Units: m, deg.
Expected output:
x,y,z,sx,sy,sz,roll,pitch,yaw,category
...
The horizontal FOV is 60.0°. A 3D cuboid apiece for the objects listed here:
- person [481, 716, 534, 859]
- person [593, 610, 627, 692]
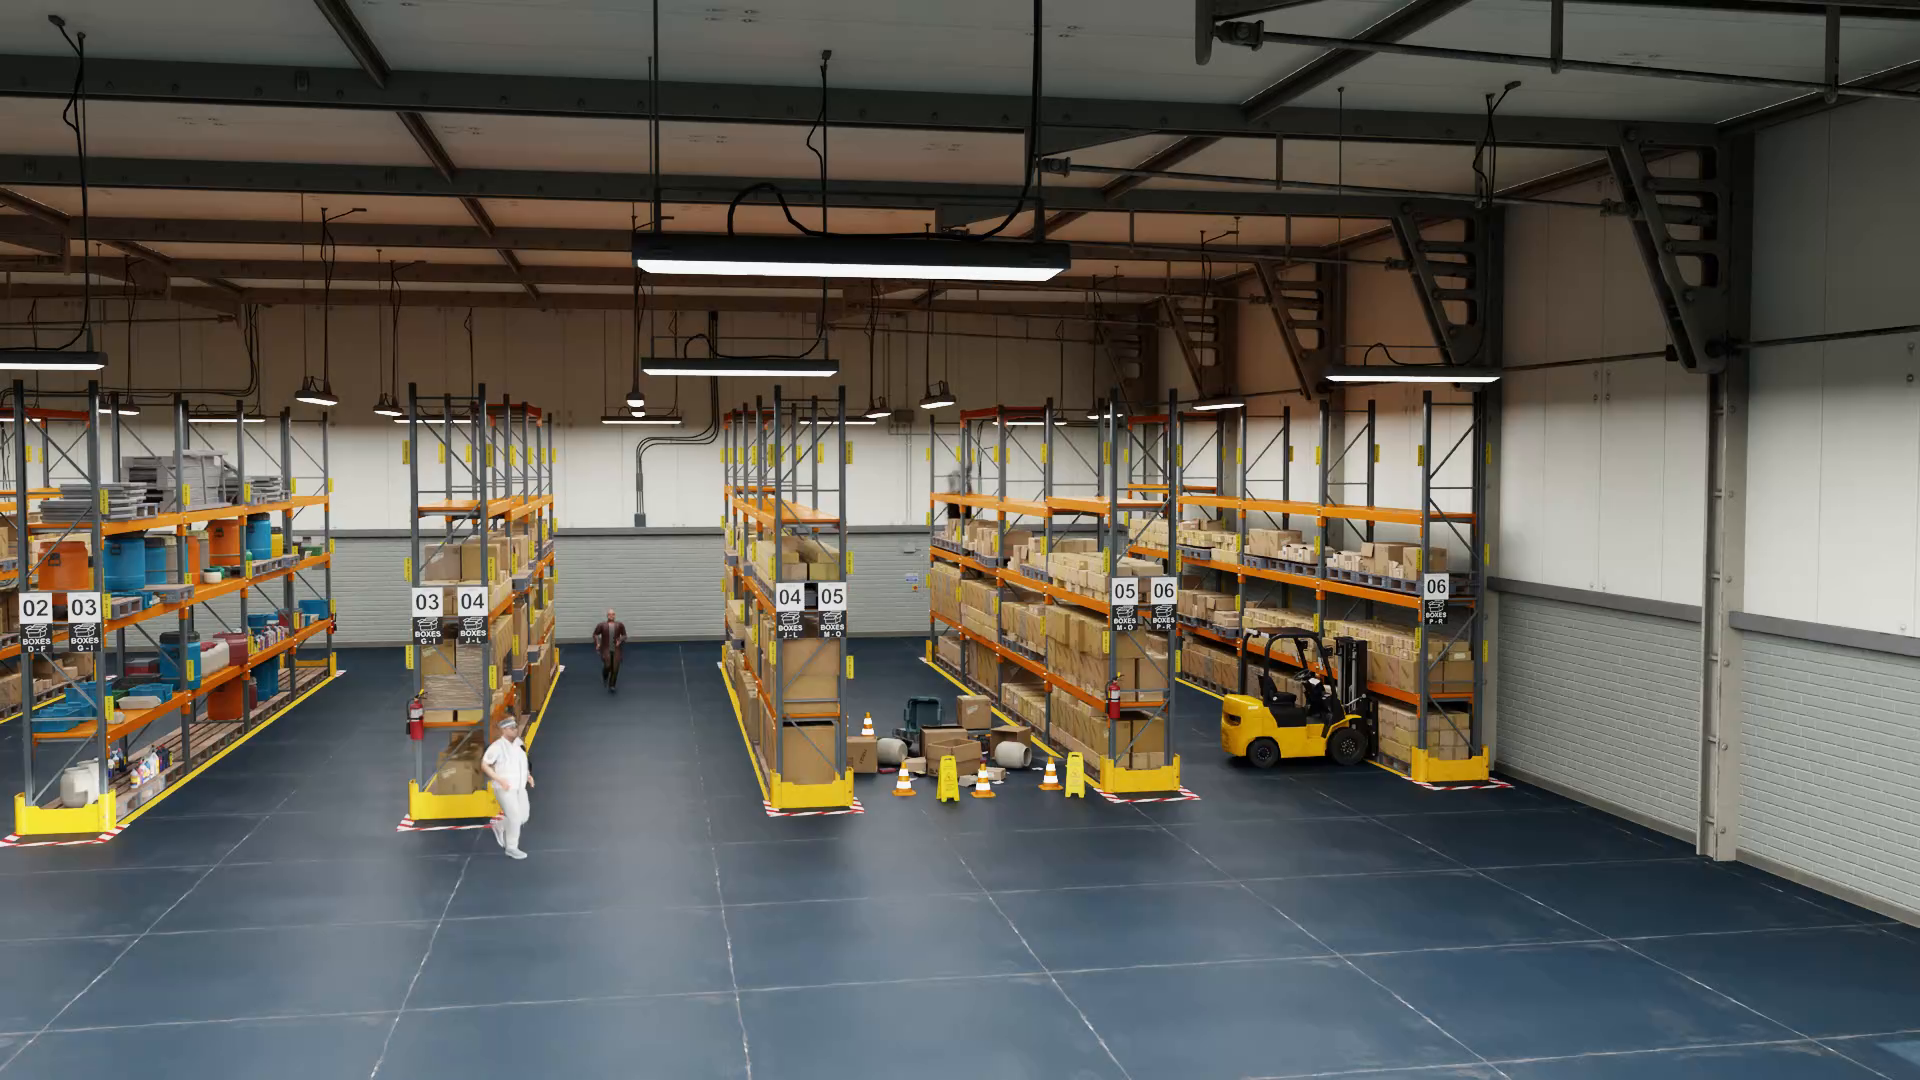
x,y,z,sx,sy,sz,roll,pitch,yaw,category
-5.677,3.073,20.808,0.644,1.759,0.688,2,3,28,person
-7.401,2.349,35.268,0.702,1.738,0.626,-1,3,-19,person
